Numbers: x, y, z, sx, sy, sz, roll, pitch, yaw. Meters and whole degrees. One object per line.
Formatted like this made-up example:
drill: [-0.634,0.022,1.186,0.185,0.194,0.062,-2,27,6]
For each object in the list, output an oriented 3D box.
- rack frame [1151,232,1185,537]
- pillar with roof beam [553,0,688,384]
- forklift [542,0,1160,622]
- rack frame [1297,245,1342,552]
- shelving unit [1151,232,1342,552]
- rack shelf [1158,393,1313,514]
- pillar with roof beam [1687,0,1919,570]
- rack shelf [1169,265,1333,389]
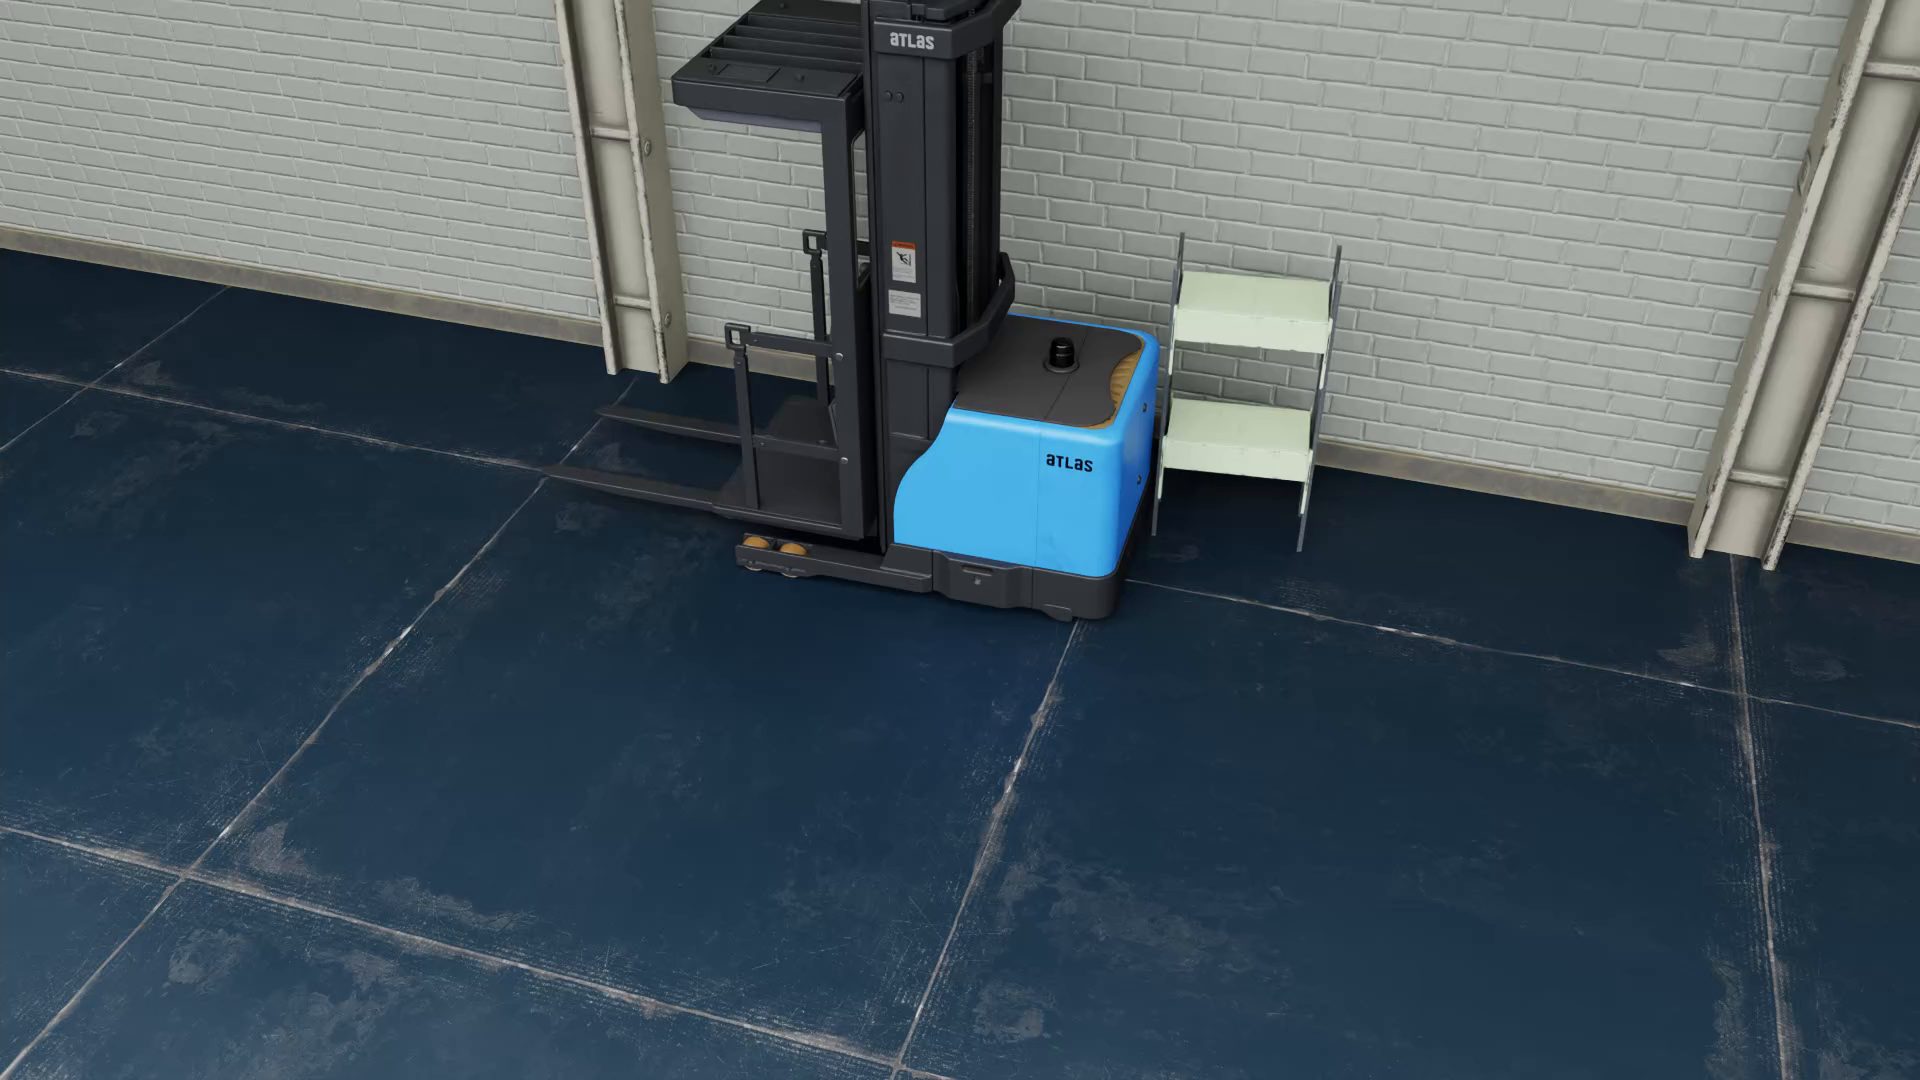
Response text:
rack frame: [1.020,-0.739,8.174,0.023,1.500,0.400,6,37,8]
pillar with roof beam: [-3.122,-2.219,3.859,0.400,9.000,9.100,10,38,14]
forklift: [-0.603,-1.285,7.709,3.031,2.935,1.130,10,37,13]
rack frame: [1.740,-0.660,8.066,0.023,1.500,0.400,6,37,8]
shelving unit: [1.380,-0.700,8.120,0.755,1.500,0.431,6,37,8]
rack shelf: [1.380,-0.437,8.314,0.720,0.370,0.431,6,37,8]
pillar with roof beam: [2.605,-1.159,2.418,0.400,9.000,9.100,10,38,14]
rack shelf: [1.380,-1.014,7.889,0.720,0.370,0.431,6,37,8]
